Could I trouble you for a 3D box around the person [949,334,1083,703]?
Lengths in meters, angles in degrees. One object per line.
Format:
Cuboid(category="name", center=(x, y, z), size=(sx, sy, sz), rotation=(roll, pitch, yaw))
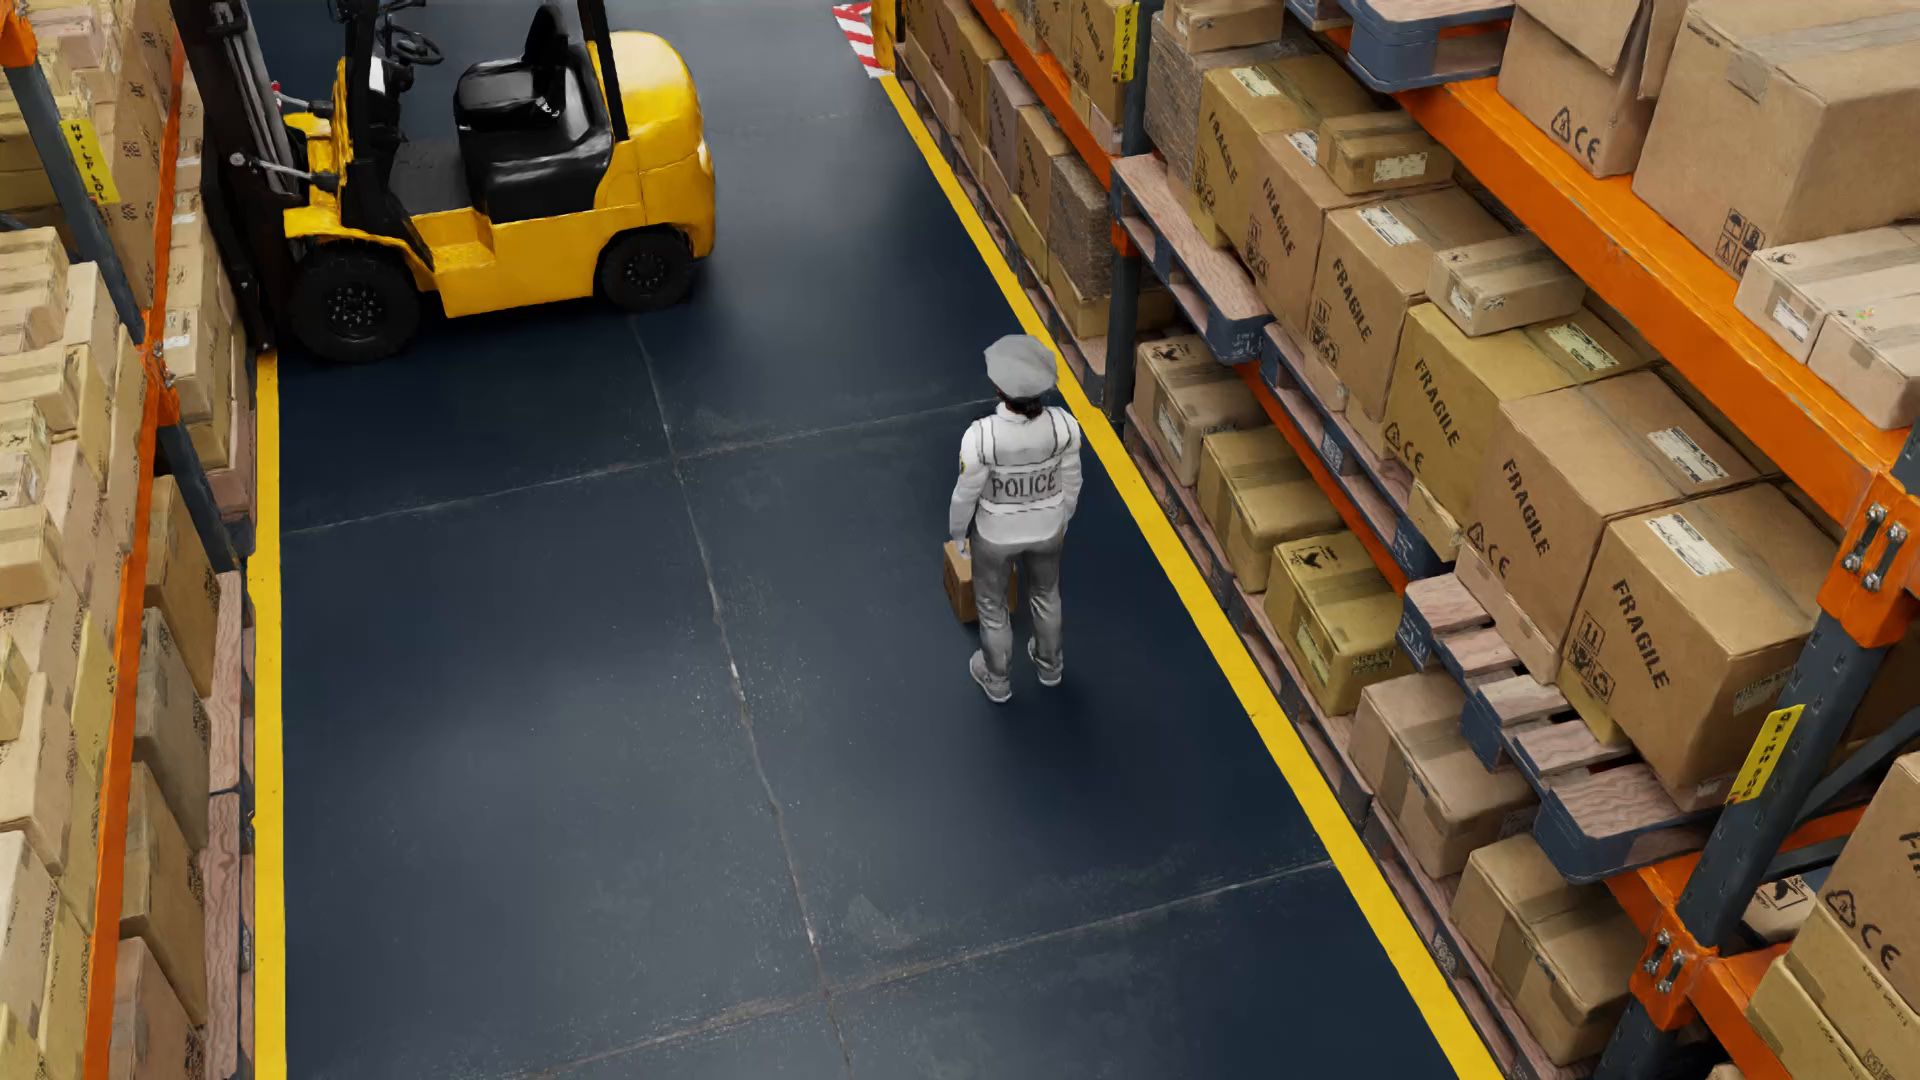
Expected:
Cuboid(category="person", center=(0.196, -0.059, 6.206), size=(0.489, 1.689, 0.374), rotation=(-10, 43, -10))
